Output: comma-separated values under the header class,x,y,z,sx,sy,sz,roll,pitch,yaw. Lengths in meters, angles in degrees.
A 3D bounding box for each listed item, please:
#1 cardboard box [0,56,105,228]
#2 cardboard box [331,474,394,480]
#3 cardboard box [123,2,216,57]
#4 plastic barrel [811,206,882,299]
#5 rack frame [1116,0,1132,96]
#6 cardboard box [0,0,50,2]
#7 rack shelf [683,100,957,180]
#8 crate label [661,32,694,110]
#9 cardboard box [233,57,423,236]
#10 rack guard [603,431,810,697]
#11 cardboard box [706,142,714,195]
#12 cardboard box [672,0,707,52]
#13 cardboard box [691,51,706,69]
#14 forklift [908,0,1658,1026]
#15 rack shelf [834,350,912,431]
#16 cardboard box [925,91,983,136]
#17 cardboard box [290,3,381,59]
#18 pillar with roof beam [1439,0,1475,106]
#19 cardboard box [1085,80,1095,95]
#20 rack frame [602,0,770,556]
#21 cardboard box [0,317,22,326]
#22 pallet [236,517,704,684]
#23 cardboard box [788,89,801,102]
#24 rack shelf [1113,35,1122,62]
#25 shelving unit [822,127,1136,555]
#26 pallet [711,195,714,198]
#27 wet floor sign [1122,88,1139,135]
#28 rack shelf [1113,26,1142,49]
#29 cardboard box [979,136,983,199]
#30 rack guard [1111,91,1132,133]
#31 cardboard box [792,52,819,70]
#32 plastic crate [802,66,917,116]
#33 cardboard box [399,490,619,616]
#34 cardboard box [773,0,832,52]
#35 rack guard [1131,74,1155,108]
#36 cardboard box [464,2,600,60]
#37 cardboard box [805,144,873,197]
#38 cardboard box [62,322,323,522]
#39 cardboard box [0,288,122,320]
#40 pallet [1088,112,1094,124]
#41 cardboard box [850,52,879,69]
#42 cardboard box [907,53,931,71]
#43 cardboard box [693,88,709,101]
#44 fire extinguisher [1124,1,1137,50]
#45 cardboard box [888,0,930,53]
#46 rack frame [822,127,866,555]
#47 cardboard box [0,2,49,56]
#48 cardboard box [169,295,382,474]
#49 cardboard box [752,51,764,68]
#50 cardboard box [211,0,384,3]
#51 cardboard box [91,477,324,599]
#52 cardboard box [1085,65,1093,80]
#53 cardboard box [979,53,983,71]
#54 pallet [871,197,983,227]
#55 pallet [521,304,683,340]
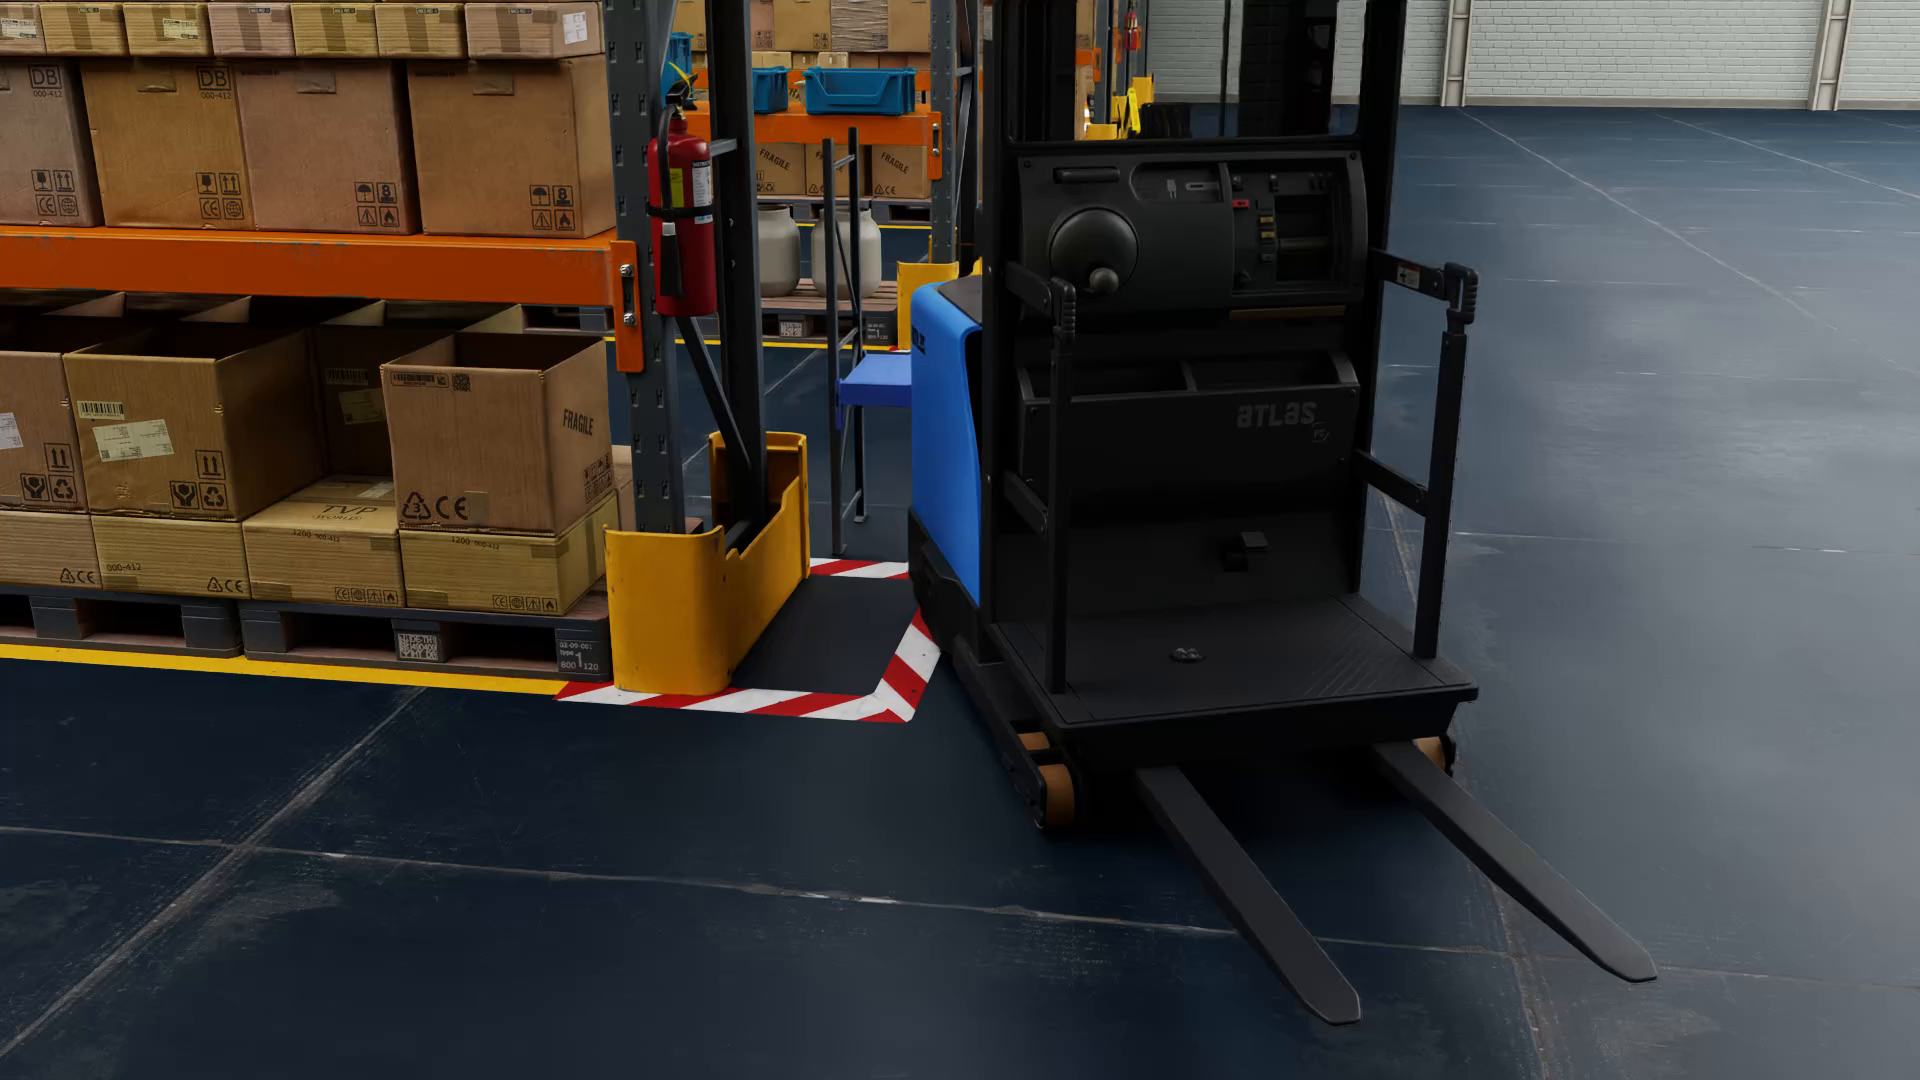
class,x,y,z,sx,sy,sz,roll,pitch,yaw
cardboard box,-2.800,-1.301,5.307,0.500,0.500,0.700,3,19,10
cardboard box,-1.801,-0.165,5.741,0.500,0.250,0.500,3,19,9
cardboard box,-2.238,-1.516,4.926,0.250,0.149,0.380,4,19,10
plastic barrel,-0.685,-1.729,10.003,0.421,0.512,0.421,0,18,0
rack frame,2.335,-7.357,23.564,0.127,3.000,1.000,3,19,9
cardboard box,-2.836,-1.917,5.103,0.500,0.500,0.700,3,19,9
rack shelf,-1.998,-2.460,10.063,4.000,0.370,1.077,3,19,9
crate label,-1.883,-2.726,9.666,0.616,0.435,0.502,3,19,9
cardboard box,-1.791,-1.249,5.151,0.500,0.500,0.700,3,19,10
rack guard,-0.789,0.037,5.404,0.348,0.500,1.175,3,19,9
cardboard box,-2.231,-3.409,15.040,0.500,0.500,0.500,9,21,26
cardboard box,-2.264,-4.564,14.590,0.500,0.500,0.875,3,19,9
cardboard box,-2.278,-4.200,14.523,0.250,0.149,0.380,3,19,9
forklift,0.654,-0.799,4.071,1.130,2.935,3.031,-4,19,-12
rack shelf,0.082,-0.542,6.126,1.000,0.185,0.538,2,19,7
cardboard box,0.100,-5.050,19.355,0.875,0.875,0.875,3,19,8
cardboard box,-1.731,-1.489,4.847,0.250,0.149,0.380,3,19,8
pillar with roof beam,7.815,-10.424,23.276,0.400,9.000,9.100,3,19,9
cardboard box,2.115,-7.760,28.441,0.500,0.250,0.500,3,19,9
rack frame,-0.812,-1.149,5.011,0.127,3.000,1.000,3,19,9
cardboard box,-3.366,-0.430,5.350,0.500,0.500,0.500,3,19,9
pallet,-1.574,0.148,5.529,1.213,0.211,1.003,3,19,9
cardboard box,-1.690,-5.141,19.626,0.875,0.875,0.875,3,19,9
rack shelf,0.360,-7.117,23.979,4.000,0.370,1.077,3,19,9
shelving unit,0.082,-0.712,6.069,1.048,1.500,0.538,2,19,7
pallet,-2.518,-3.109,15.262,1.213,0.211,1.003,3,19,9
wet floor sign,2.352,-5.896,22.907,0.232,0.644,0.267,10,21,27
rack shelf,1.143,-8.672,28.627,4.000,0.370,1.077,3,19,9
cardboard box,0.149,-3.303,14.725,0.500,0.500,0.500,7,20,19
rack guard,2.259,-6.176,23.972,0.348,0.500,1.175,3,19,9
cardboard box,-1.285,-4.160,14.405,0.250,0.149,0.380,3,19,9
plastic crate,-0.565,-2.562,9.467,0.616,0.251,0.499,3,19,9
cardboard box,-1.389,0.021,5.184,0.500,0.250,0.500,3,19,9
cardboard box,-1.267,-4.532,14.495,0.500,0.500,0.875,3,19,9
rack guard,3.142,-7.726,28.606,0.348,0.500,1.175,3,19,9
cardboard box,-1.220,-1.464,4.771,0.250,0.149,0.380,3,19,8
cardboard box,-1.062,-3.360,14.895,0.500,0.500,0.500,5,19,14
cardboard box,-2.379,-0.380,5.200,0.500,0.500,0.500,3,19,9
cardboard box,-3.283,-0.594,5.840,0.500,0.500,0.500,3,19,9
pallet,1.463,-6.091,24.174,1.213,0.211,1.003,3,19,9
cardboard box,-0.788,-4.141,14.348,0.250,0.149,0.380,3,19,9
cardboard box,-0.298,-4.110,14.255,0.250,0.149,0.380,3,19,9
cardboard box,-2.927,-5.138,19.815,0.750,0.750,1.050,3,19,8
fire extinguisher,2.374,-7.170,23.128,0.183,0.674,0.296,3,19,9
cardboard box,-0.289,-4.465,14.294,0.500,0.500,0.875,3,19,9
rack frame,-0.422,-0.733,6.131,0.032,1.500,0.500,2,19,7
cardboard box,-2.752,-1.541,5.002,0.250,0.149,0.380,3,19,8
cardboard box,-2.296,-0.542,5.687,0.500,0.500,0.500,3,19,9
cardboard box,-1.784,-4.175,14.448,0.250,0.149,0.380,3,19,9
cardboard box,-1.844,-1.867,4.953,0.500,0.500,0.700,2,19,7
cardboard box,-2.378,-0.025,5.322,0.500,0.250,0.500,3,19,9
cardboard box,2.095,-8.000,28.369,0.500,0.250,0.500,3,19,8
cardboard box,0.202,-4.096,14.213,0.250,0.149,0.380,3,19,9
pallet,-0.109,-2.986,14.895,1.213,0.211,1.003,3,19,9
pallet,-2.108,-1.472,10.371,1.213,0.211,1.003,3,19,9
